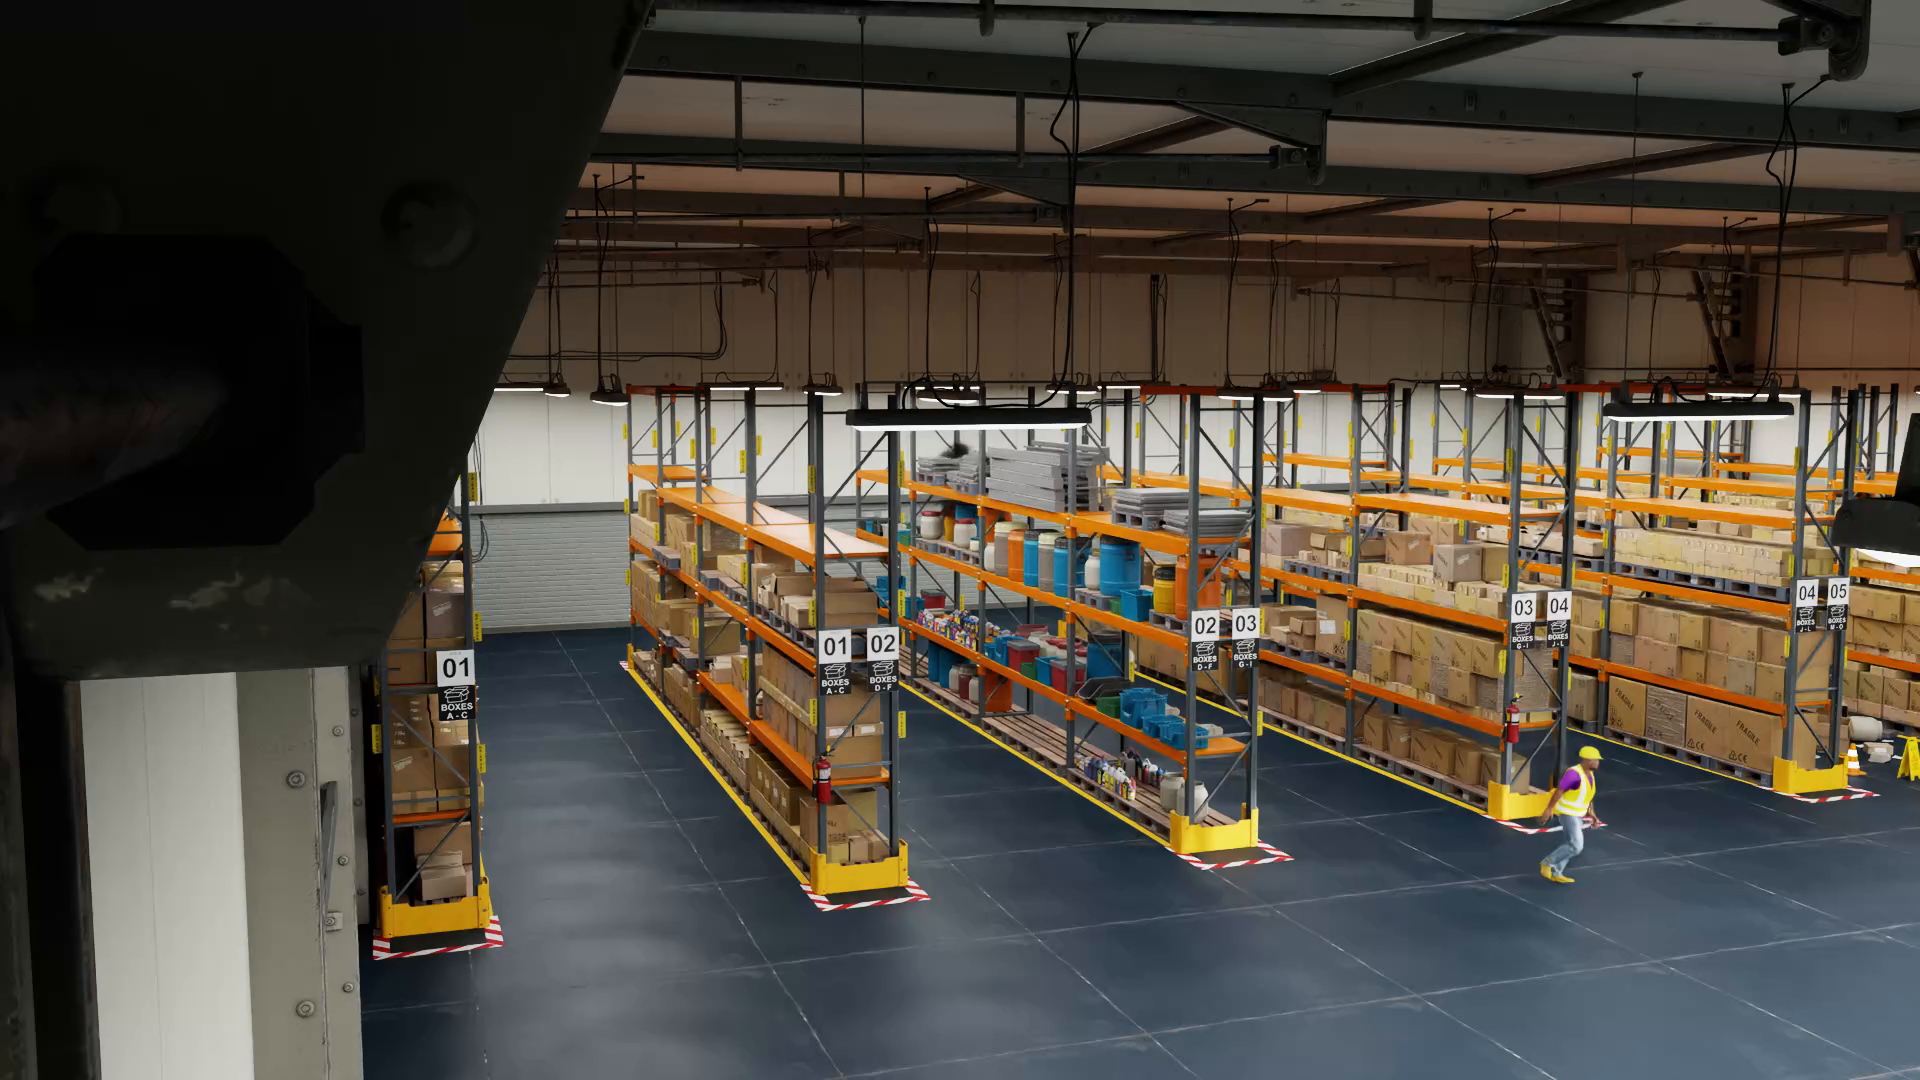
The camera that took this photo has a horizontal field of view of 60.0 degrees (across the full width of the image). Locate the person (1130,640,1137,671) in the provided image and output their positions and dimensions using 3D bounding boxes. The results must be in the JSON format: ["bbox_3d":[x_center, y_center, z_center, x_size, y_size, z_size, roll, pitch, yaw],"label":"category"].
[{"bbox_3d":[2.829,2.462,30.127,0.625,1.503,1.014,-1,6,-13],"label":"person"}]

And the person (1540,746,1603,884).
[{"bbox_3d":[7.515,3.373,20.423,0.628,1.718,0.719,5,8,40],"label":"person"}]
